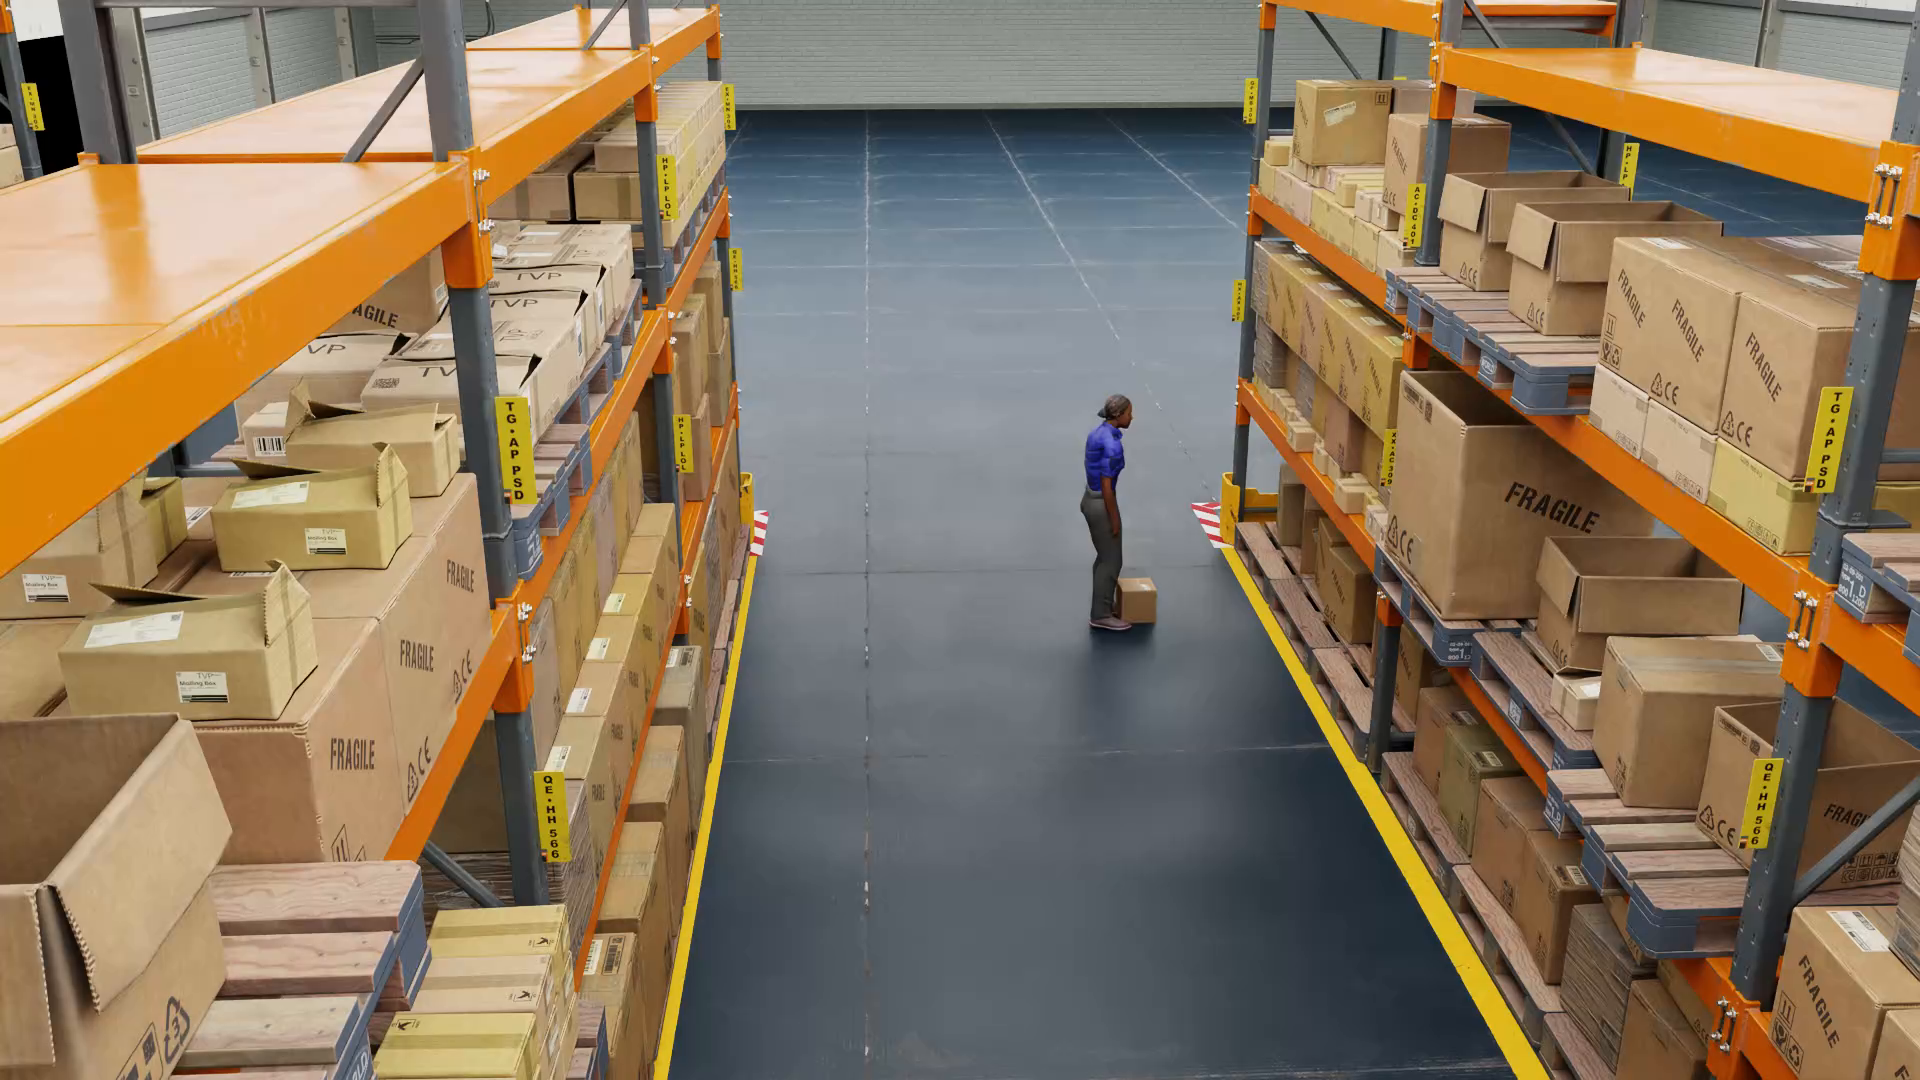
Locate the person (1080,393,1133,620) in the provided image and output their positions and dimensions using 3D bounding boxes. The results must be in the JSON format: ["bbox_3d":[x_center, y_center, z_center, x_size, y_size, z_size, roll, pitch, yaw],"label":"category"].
[{"bbox_3d":[1.025,-0.251,11.659,0.348,1.585,0.494,-2,21,-6],"label":"person"}]
